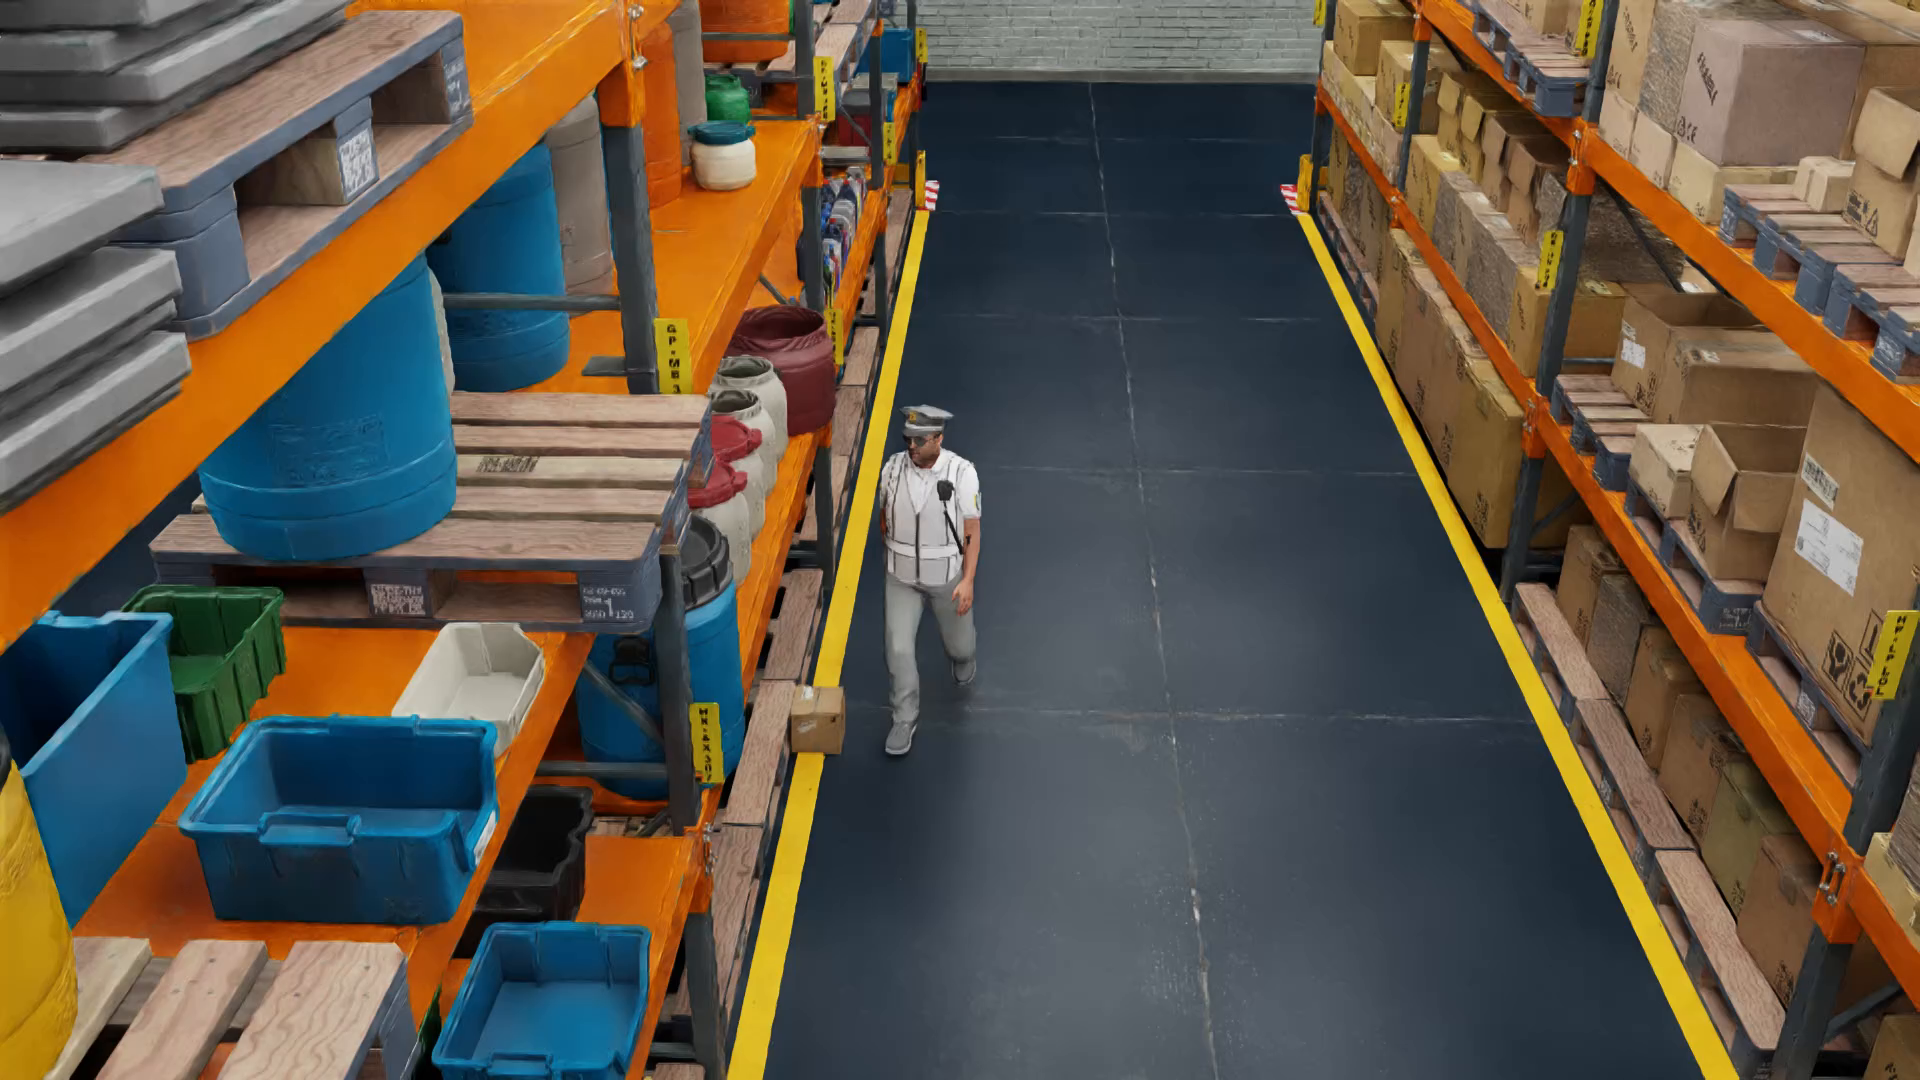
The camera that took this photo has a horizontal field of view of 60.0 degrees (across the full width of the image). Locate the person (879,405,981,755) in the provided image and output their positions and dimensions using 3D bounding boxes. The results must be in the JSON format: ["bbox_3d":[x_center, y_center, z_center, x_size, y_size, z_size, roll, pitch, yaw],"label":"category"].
[{"bbox_3d":[-0.168,0.146,8.338,0.543,1.721,0.892,5,28,9],"label":"person"}]
